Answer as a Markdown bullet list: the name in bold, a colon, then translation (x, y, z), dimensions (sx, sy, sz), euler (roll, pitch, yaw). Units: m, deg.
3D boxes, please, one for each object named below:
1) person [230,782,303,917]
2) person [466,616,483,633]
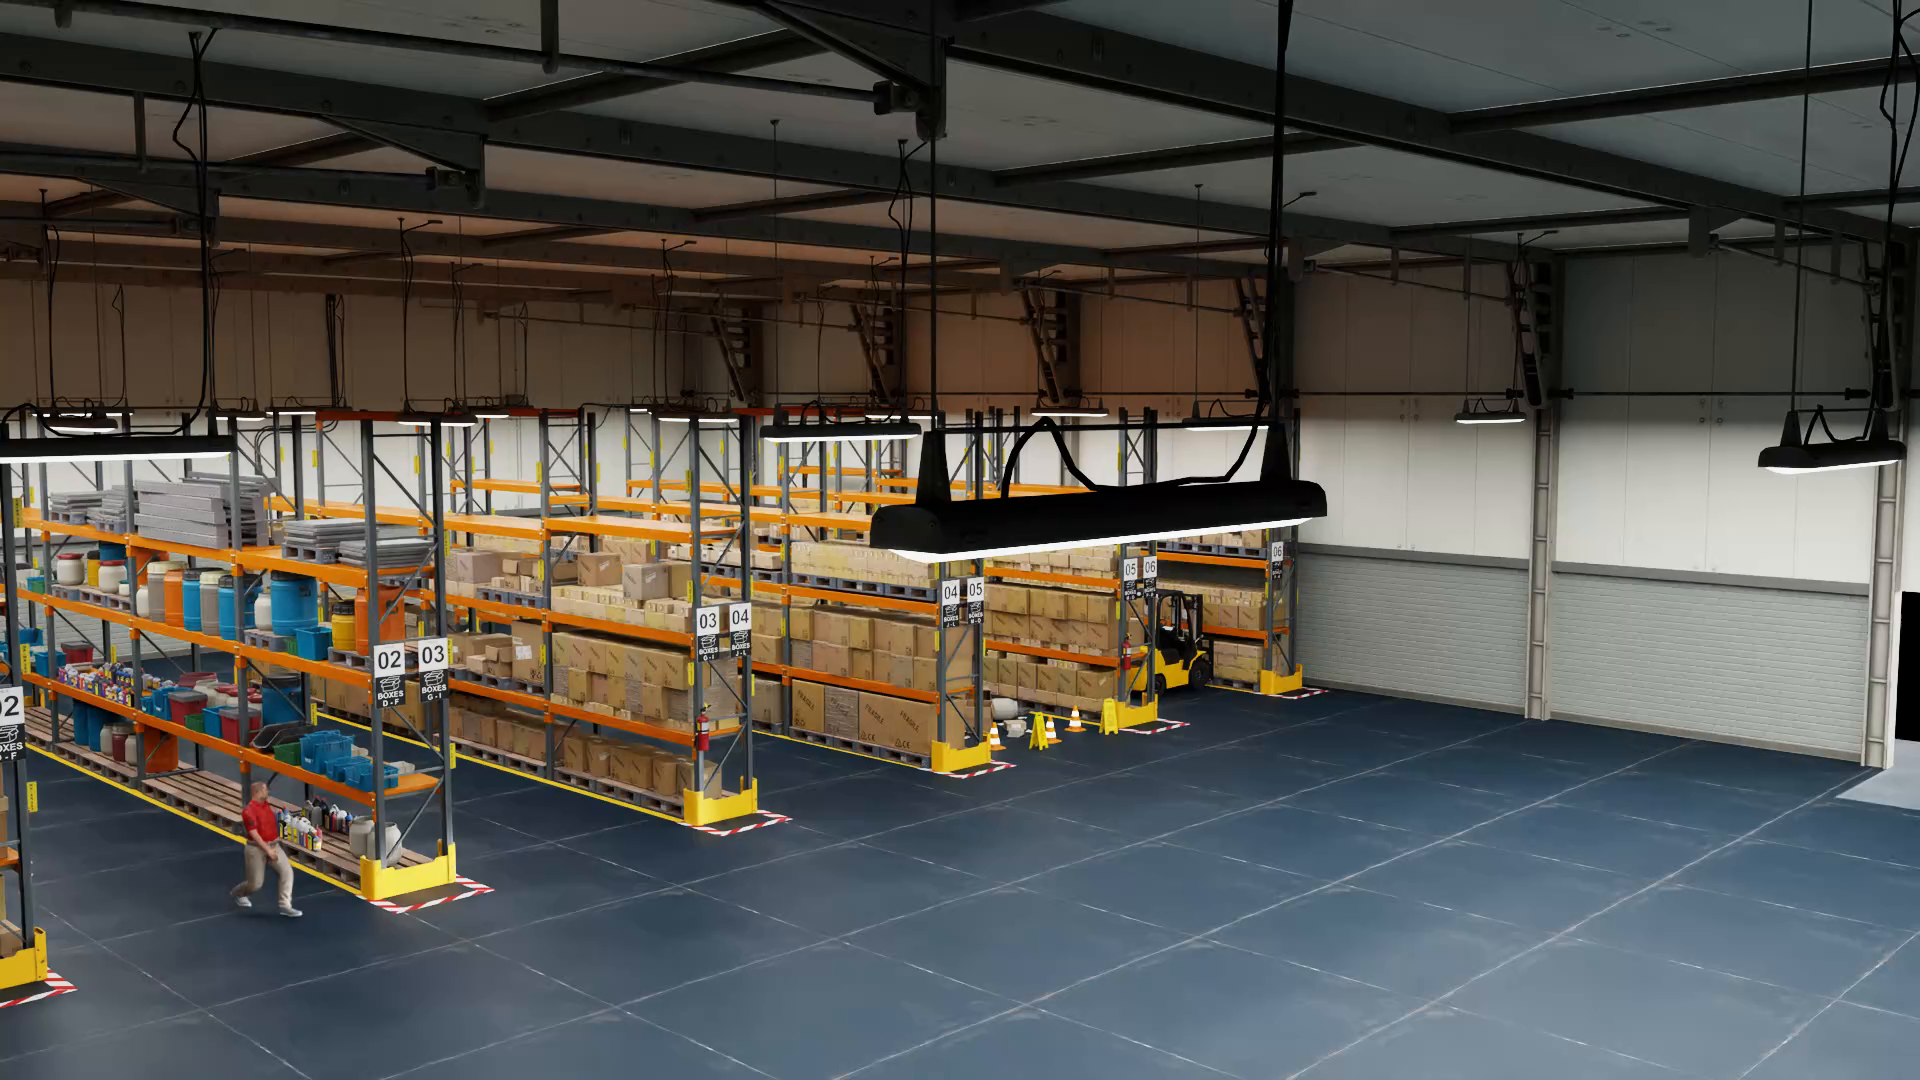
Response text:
- **person**: translation (-8.426, 3.733, 20.160), dimensions (1.000, 1.613, 0.507), euler (3, 6, 28)
- **person**: translation (-9.988, 2.429, 34.351), dimensions (1.028, 1.724, 0.543), euler (4, 7, 40)
